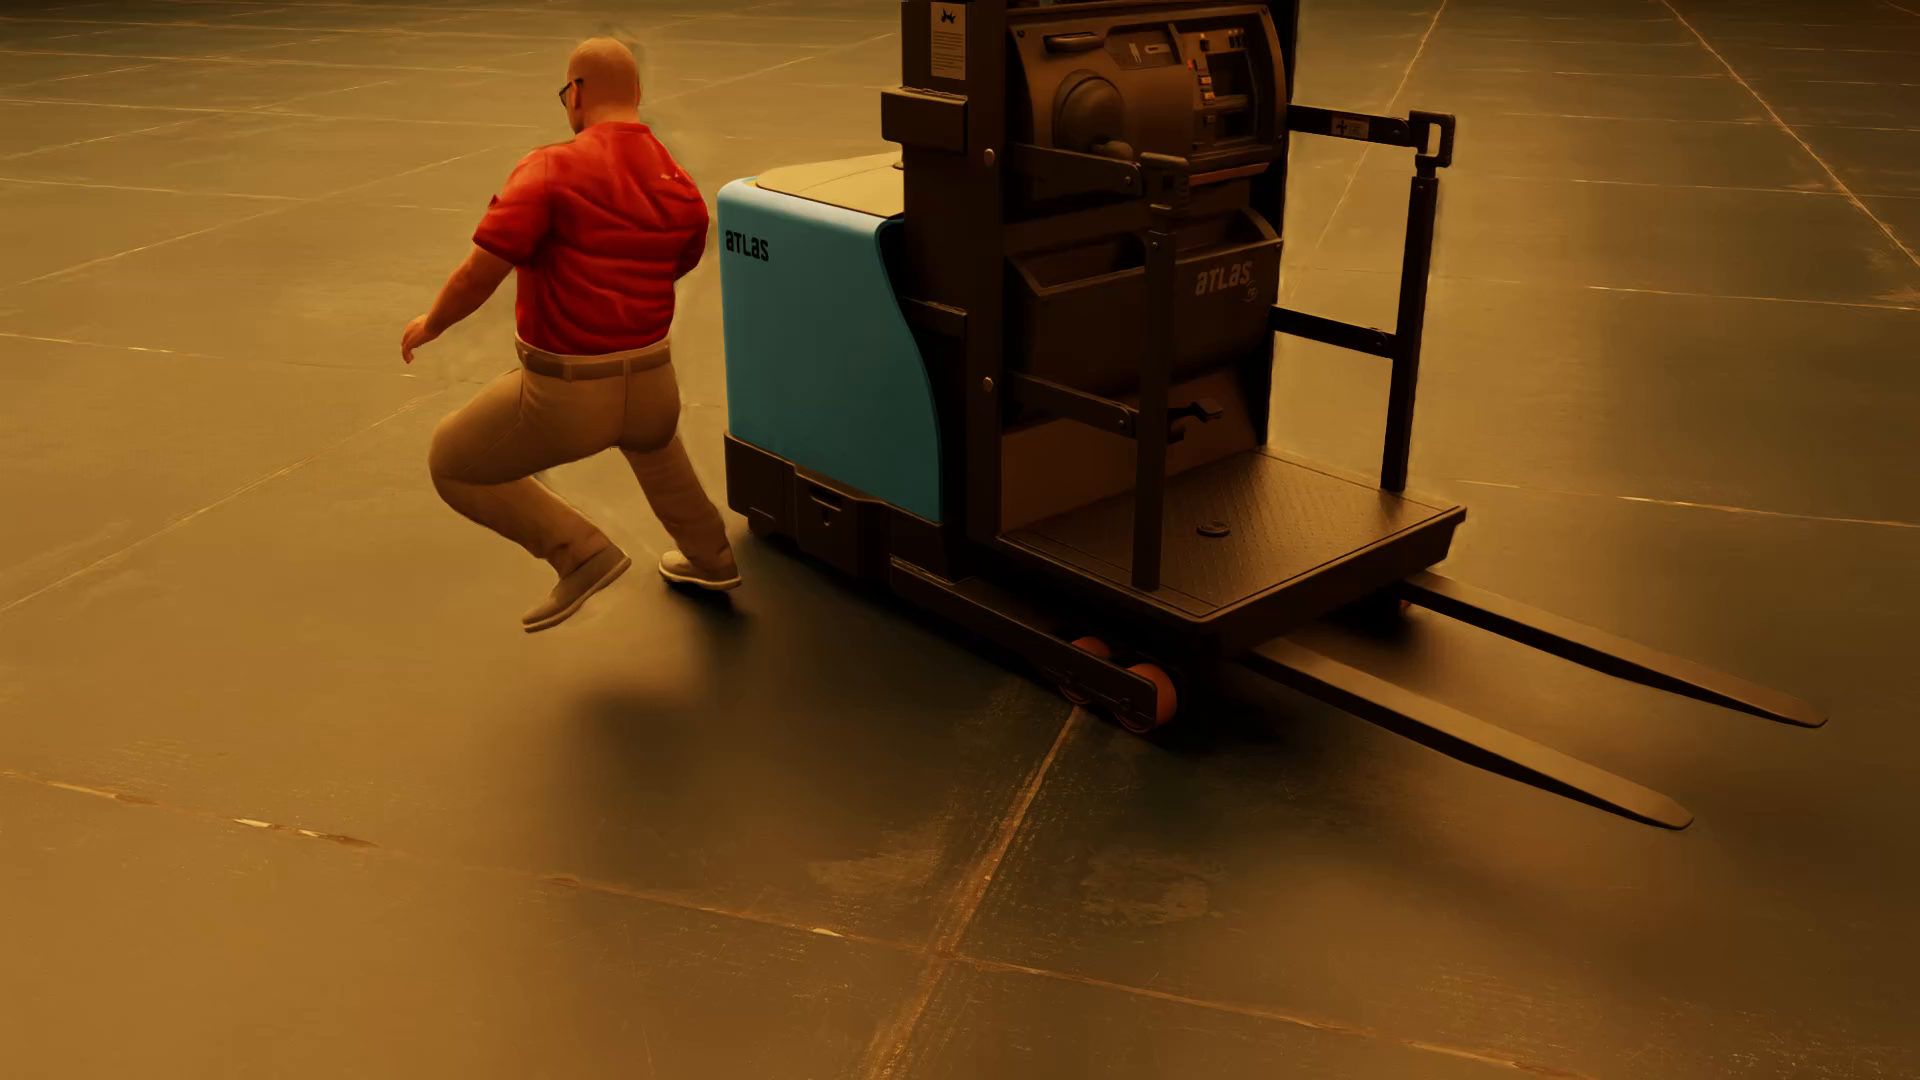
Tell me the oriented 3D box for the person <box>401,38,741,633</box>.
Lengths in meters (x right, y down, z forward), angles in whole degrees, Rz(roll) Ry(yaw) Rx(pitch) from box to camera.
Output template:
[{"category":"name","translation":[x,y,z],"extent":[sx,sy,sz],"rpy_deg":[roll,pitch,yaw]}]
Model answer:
[{"category":"person","translation":[-0.994,-0.493,4.245],"extent":[0.830,1.535,0.714],"rpy_deg":[-19,29,-39]}]

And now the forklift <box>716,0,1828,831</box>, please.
[{"category":"forklift","translation":[0.627,-1.110,3.968],"extent":[1.130,2.935,3.031],"rpy_deg":[-19,29,-38]}]
